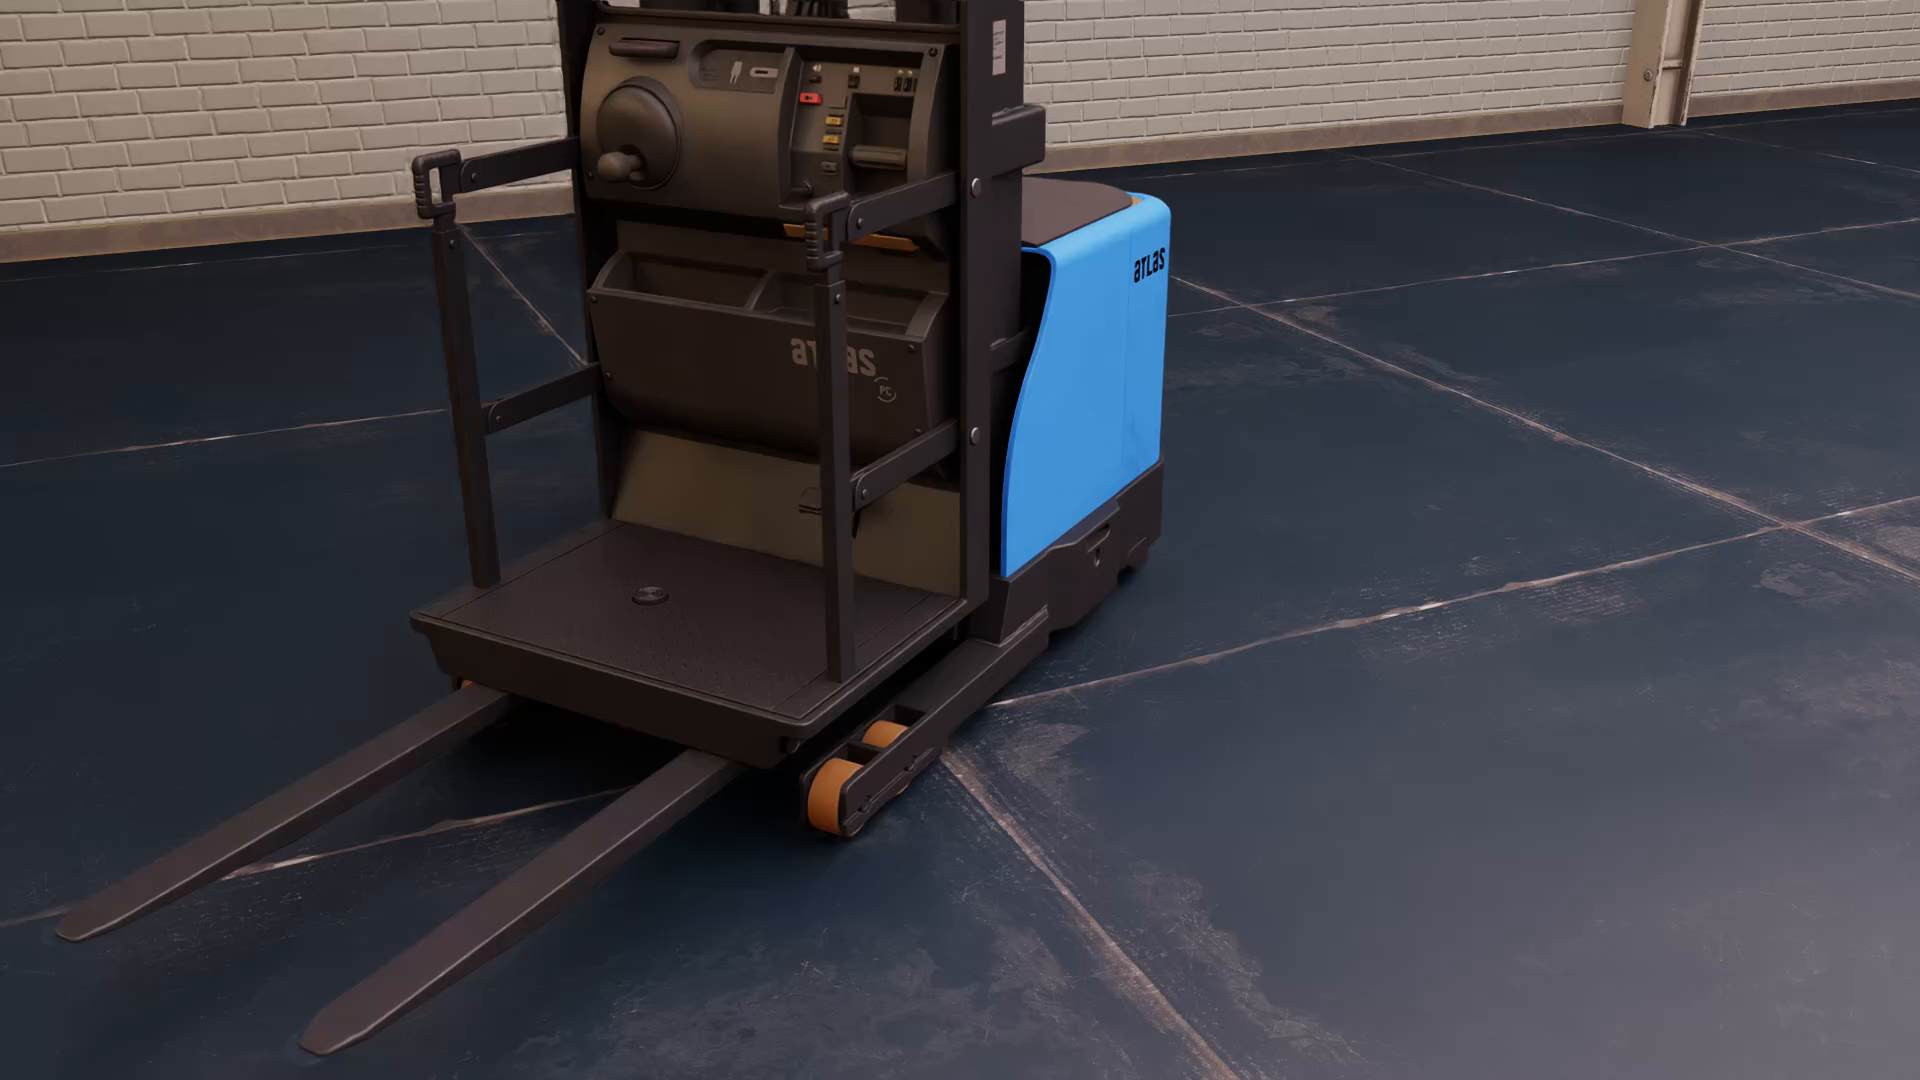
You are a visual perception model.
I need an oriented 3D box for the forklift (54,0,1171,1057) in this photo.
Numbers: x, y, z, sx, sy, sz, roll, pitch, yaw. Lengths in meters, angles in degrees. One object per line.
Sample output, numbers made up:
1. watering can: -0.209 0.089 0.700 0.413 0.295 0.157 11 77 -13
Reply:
1. forklift: -0.554 -0.914 3.487 1.130 2.935 3.031 12 25 26
